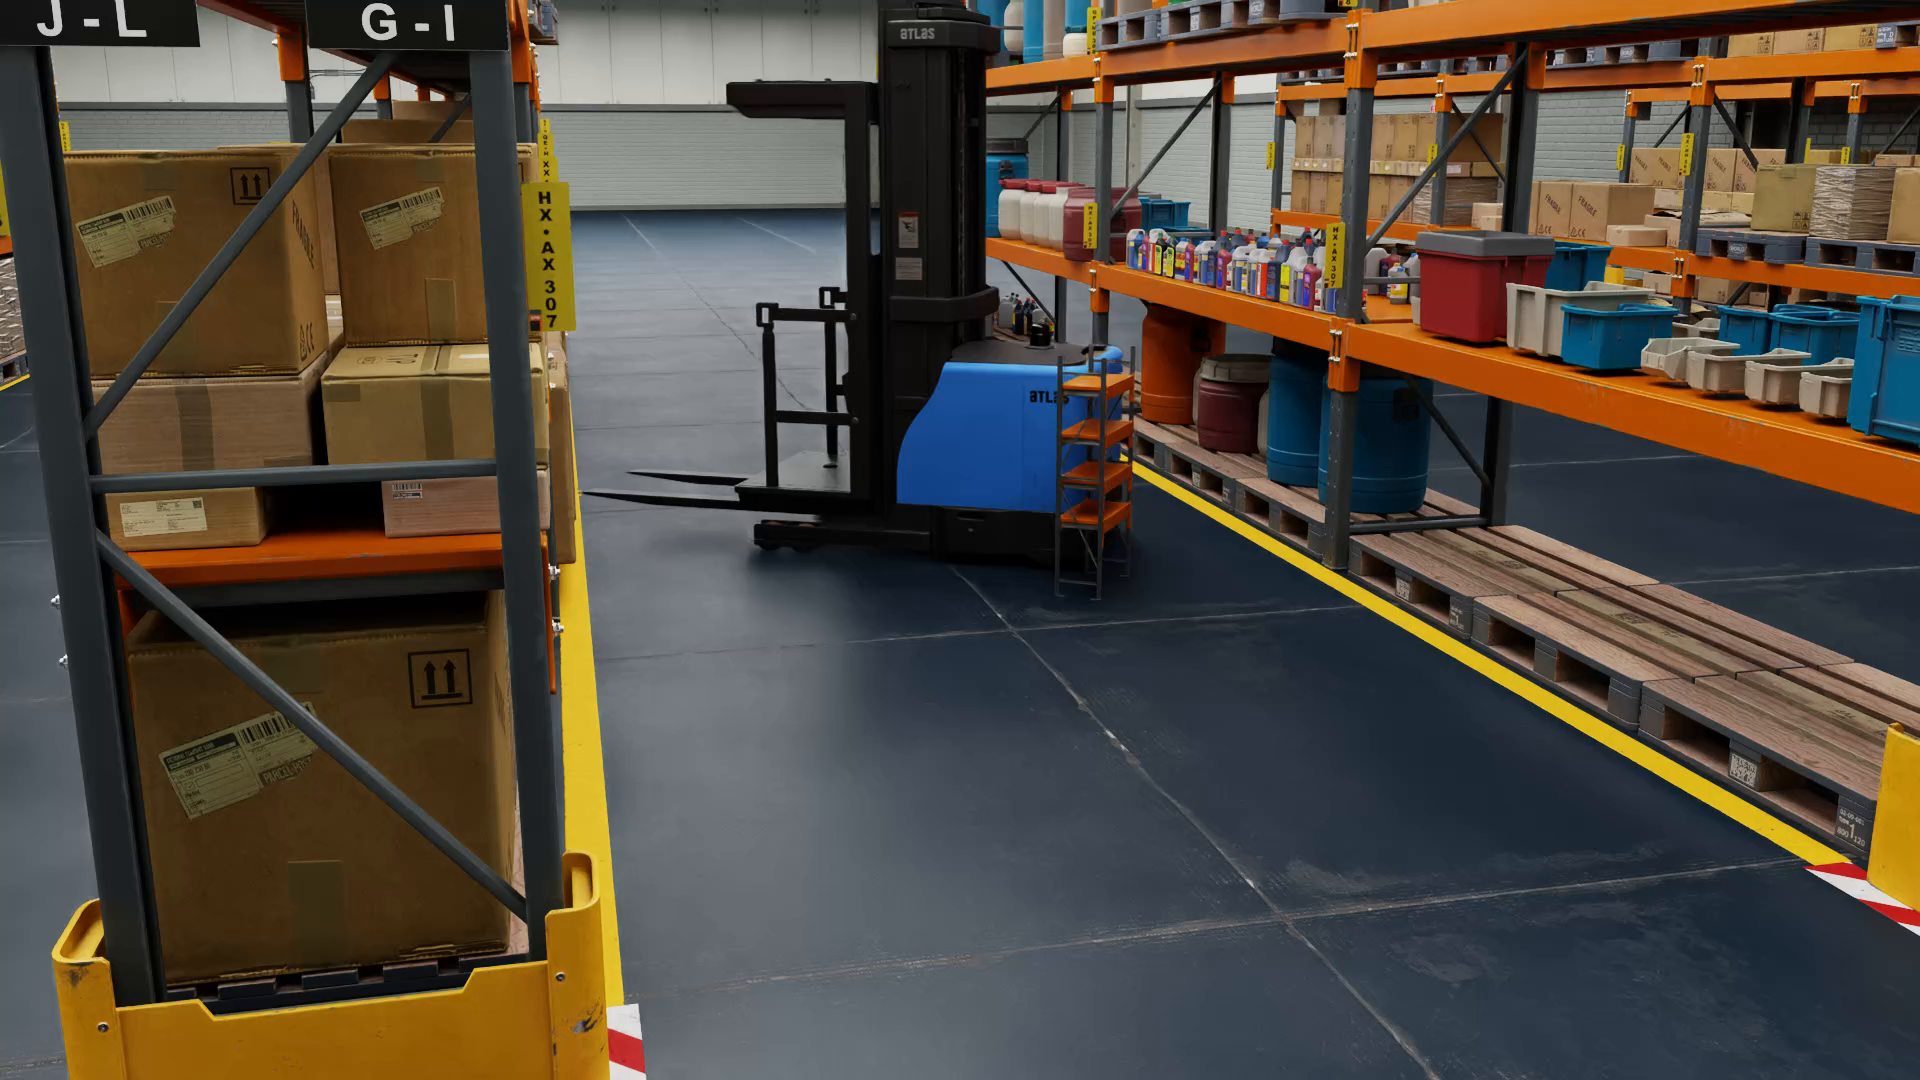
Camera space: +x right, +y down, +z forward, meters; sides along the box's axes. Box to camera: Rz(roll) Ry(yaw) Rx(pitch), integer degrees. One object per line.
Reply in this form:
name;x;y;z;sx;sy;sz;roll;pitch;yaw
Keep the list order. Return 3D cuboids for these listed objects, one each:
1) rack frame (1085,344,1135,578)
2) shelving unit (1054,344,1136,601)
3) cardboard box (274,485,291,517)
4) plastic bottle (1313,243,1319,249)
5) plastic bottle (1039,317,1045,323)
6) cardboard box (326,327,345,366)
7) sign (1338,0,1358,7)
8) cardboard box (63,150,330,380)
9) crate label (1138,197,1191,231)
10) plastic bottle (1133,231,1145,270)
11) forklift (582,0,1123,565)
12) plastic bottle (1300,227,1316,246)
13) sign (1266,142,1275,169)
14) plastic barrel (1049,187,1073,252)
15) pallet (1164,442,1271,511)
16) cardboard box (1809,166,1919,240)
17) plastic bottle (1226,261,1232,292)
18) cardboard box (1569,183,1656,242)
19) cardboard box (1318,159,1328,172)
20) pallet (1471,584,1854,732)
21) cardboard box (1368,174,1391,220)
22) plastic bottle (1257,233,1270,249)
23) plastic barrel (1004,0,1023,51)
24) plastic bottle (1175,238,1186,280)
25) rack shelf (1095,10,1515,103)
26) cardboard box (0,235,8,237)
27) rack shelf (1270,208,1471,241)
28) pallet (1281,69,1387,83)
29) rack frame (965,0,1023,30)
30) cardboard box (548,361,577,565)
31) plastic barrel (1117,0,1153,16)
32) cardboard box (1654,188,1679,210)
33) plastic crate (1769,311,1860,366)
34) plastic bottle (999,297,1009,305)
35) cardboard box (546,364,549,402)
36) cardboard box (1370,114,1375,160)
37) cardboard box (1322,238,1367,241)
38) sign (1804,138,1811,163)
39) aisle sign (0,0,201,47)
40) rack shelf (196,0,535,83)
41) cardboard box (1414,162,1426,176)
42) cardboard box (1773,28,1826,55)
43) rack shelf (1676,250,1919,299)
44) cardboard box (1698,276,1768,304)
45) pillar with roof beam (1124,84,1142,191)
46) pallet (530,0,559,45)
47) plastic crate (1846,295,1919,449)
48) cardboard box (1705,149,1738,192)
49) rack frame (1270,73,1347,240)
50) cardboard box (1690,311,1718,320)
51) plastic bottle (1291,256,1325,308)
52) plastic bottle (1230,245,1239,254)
rack frame;0.768;-0.400;8.538;0.240;1.200;0.015;6;15;21
shelving unit;0.676;-0.347;8.318;0.258;1.200;0.503;6;15;21
cardboard box;-1.913;-0.136;4.192;0.380;0.149;0.250;-3;14;-13
plastic bottle;2.232;-1.731;10.463;0.097;0.271;0.097;0;14;0
plastic bottle;0.853;-2.178;16.990;0.097;0.201;0.097;0;14;0
cardboard box;-1.937;-0.420;4.515;0.500;0.250;0.500;-4;14;-14
sign;1.893;-2.764;8.083;0.100;0.325;0.005;-3;14;-13
cardboard box;-1.816;-0.668;3.950;0.500;0.500;0.500;-3;14;-12
crate label;1.519;-2.517;13.336;0.502;0.435;0.616;-3;14;-13
plastic bottle;1.277;-2.047;11.758;0.097;0.271;0.097;0;14;0
forklift;-0.642;-1.465;9.248;3.031;2.935;1.130;4;14;15
plastic bottle;2.264;-1.860;10.823;0.144;0.351;0.185;-3;14;-13
sign;3.885;-4.806;20.788;0.100;0.325;0.005;-3;14;-13
plastic barrel;0.941;-2.633;13.648;0.421;0.512;0.421;0;14;0
pallet;1.998;-0.441;10.787;1.003;0.211;1.213;-3;14;-13
cardboard box;6.591;-2.423;11.929;0.700;0.500;0.500;-1;14;-3
plastic bottle;1.678;-1.620;10.156;0.097;0.201;0.097;0;14;0
cardboard box;5.895;-2.966;15.036;0.500;0.500;0.500;-4;14;-16
cardboard box;4.488;-4.461;19.789;0.380;0.149;0.250;-4;14;-14
pallet;2.929;0.471;7.055;1.003;0.211;1.213;-3;14;-13
cardboard box;5.011;-3.842;18.621;0.700;0.500;0.500;-3;14;-12
plastic bottle;2.108;-1.998;11.556;0.097;0.271;0.097;0;14;0
plastic barrel;0.640;-5.004;16.150;0.421;0.512;0.421;0;14;0
plastic bottle;1.471;-1.857;10.977;0.097;0.271;0.097;0;14;0
rack shelf;1.959;-2.902;10.181;1.077;0.370;4.000;-3;14;-13
cardboard box;-9.372;-3.064;15.330;0.875;0.550;0.550;-3;14;-13
rack shelf;4.896;-3.566;19.218;1.077;0.370;4.000;-3;14;-13
pallet;4.567;-5.626;20.002;1.003;0.211;1.213;-3;14;-13
rack frame;0.550;-6.093;15.406;1.000;3.000;0.127;-3;14;-13
cardboard box;-2.556;-0.375;8.236;1.225;0.875;0.875;-3;14;-13
plastic barrel;1.507;-4.158;12.750;0.600;0.901;0.600;0;14;0
cardboard box;9.182;-4.341;21.150;0.500;0.250;0.500;-4;14;-15
plastic crate;3.321;-0.737;6.351;0.416;0.233;0.300;-3;14;-13
plastic bottle;0.500;-2.533;18.287;0.152;0.276;0.135;-3;14;-13
cardboard box;-1.635;-0.528;5.796;0.380;0.149;0.250;-3;14;-12
cardboard box;4.901;-4.582;18.918;0.700;0.500;0.500;-3;14;-13
cardboard box;4.841;-3.502;20.770;0.500;0.500;0.500;-3;14;-13
sign;6.830;-3.088;13.472;0.100;0.325;0.005;-3;14;-13
aisle sign;-1.721;-1.364;3.212;0.394;0.787;0.004;-3;14;-13
rack shelf;-1.916;-1.703;5.274;1.077;0.370;4.000;-3;14;-13
cardboard box;5.037;-3.926;17.597;0.380;0.149;0.250;-4;14;-14
cardboard box;6.560;-3.820;12.213;0.910;0.500;0.500;-3;14;-13
rack shelf;6.775;-1.720;11.664;1.077;0.370;4.000;-3;14;-13
cardboard box;9.573;-3.185;20.483;0.700;0.500;0.500;-4;14;-17
pillar with roof beam;0.424;-12.751;42.659;9.100;9.000;0.400;-3;14;-13
pallet;-3.123;-3.200;10.281;1.213;0.211;1.003;-3;14;-11
plastic crate;3.108;-0.524;5.049;0.616;0.435;0.499;-3;14;-13
cardboard box;9.415;-4.475;20.119;0.500;0.500;0.500;-3;14;-11
rack frame;4.426;-4.377;21.021;1.000;3.000;0.127;-3;14;-13
cardboard box;6.467;-1.809;14.239;0.500;0.311;0.500;-3;14;-11
plastic bottle;1.936;-1.430;9.222;0.152;0.276;0.135;-3;14;-13
plastic bottle;1.705;-1.688;10.288;0.097;0.271;0.097;0;14;0
